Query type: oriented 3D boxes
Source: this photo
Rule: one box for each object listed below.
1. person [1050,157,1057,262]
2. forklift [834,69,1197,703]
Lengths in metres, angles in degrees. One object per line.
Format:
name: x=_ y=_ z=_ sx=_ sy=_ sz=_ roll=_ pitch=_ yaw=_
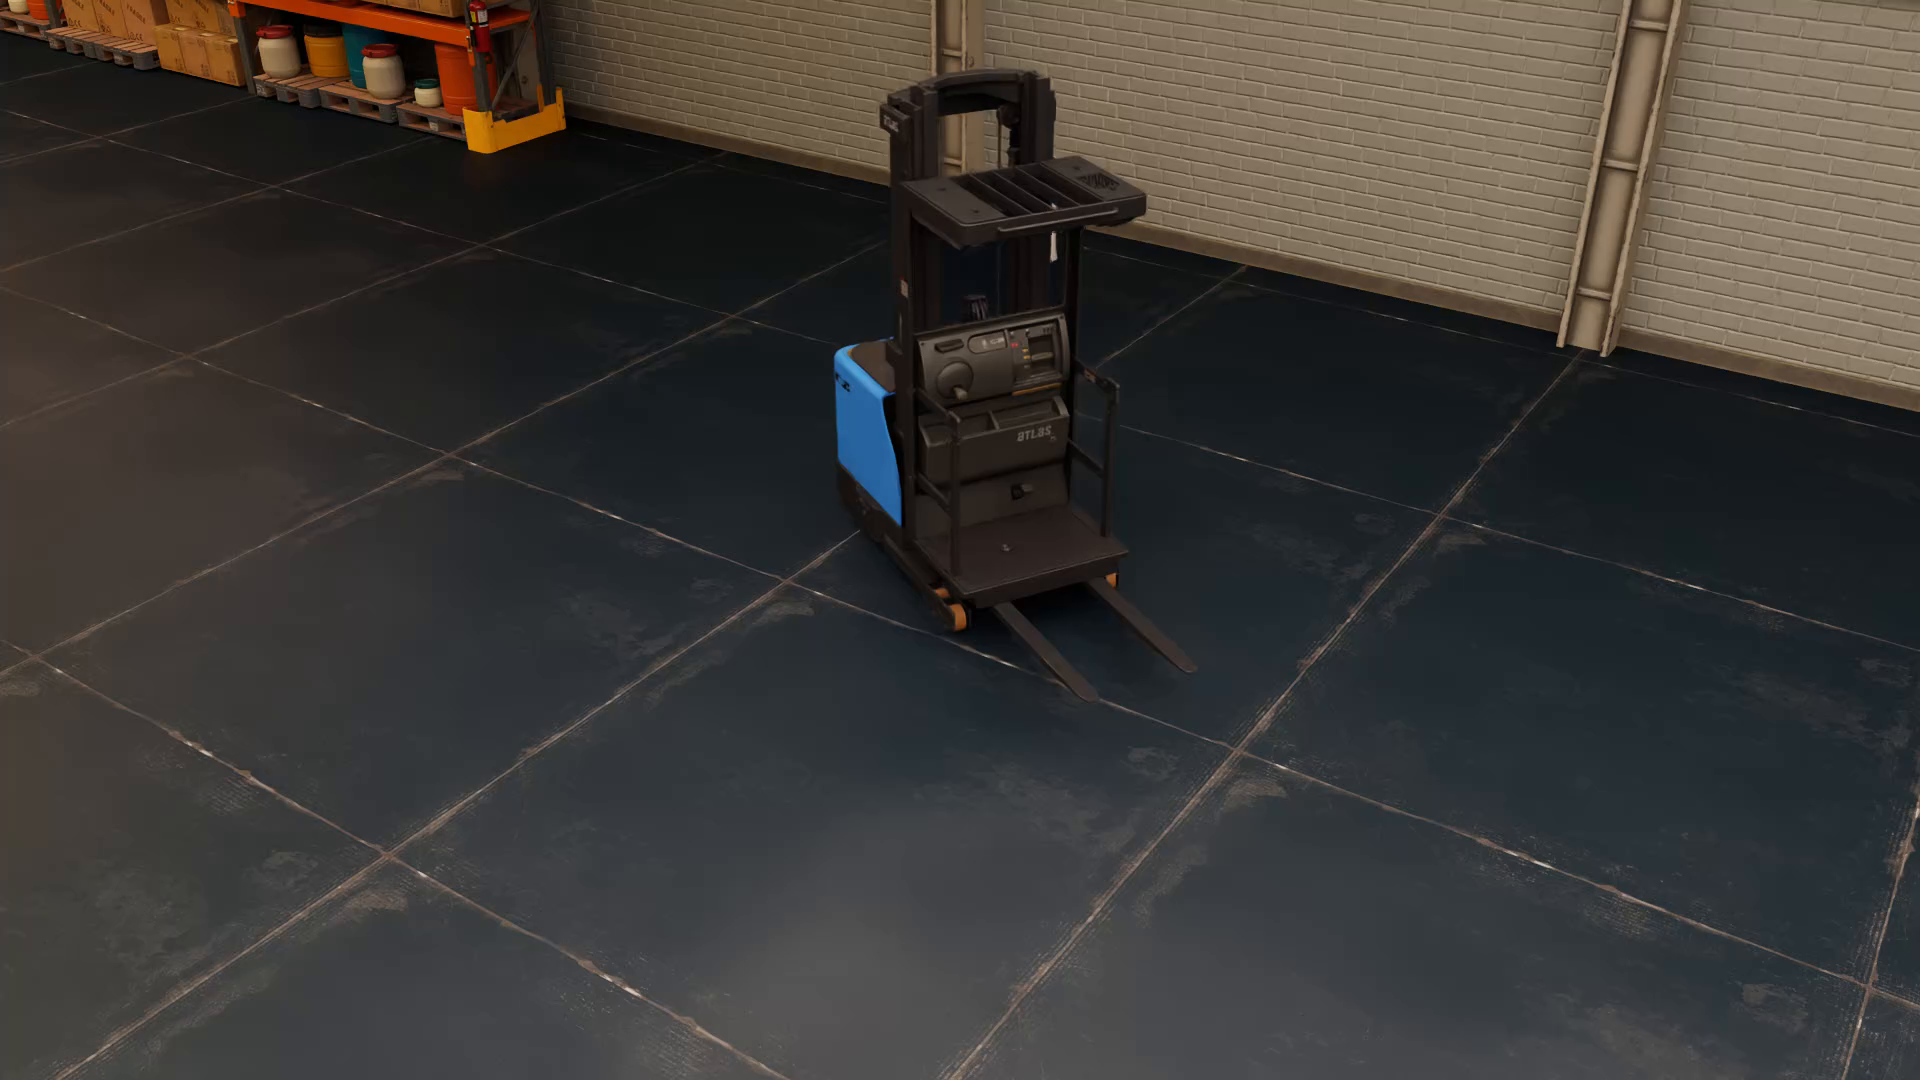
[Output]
person: x=0.622 y=-2.436 z=12.920 sx=0.390 sy=1.783 sz=0.588 roll=0 pitch=30 yaw=1
forklift: x=0.296 y=-0.989 z=9.285 sx=1.130 sy=2.935 sz=3.031 roll=-14 pitch=33 yaw=-23
